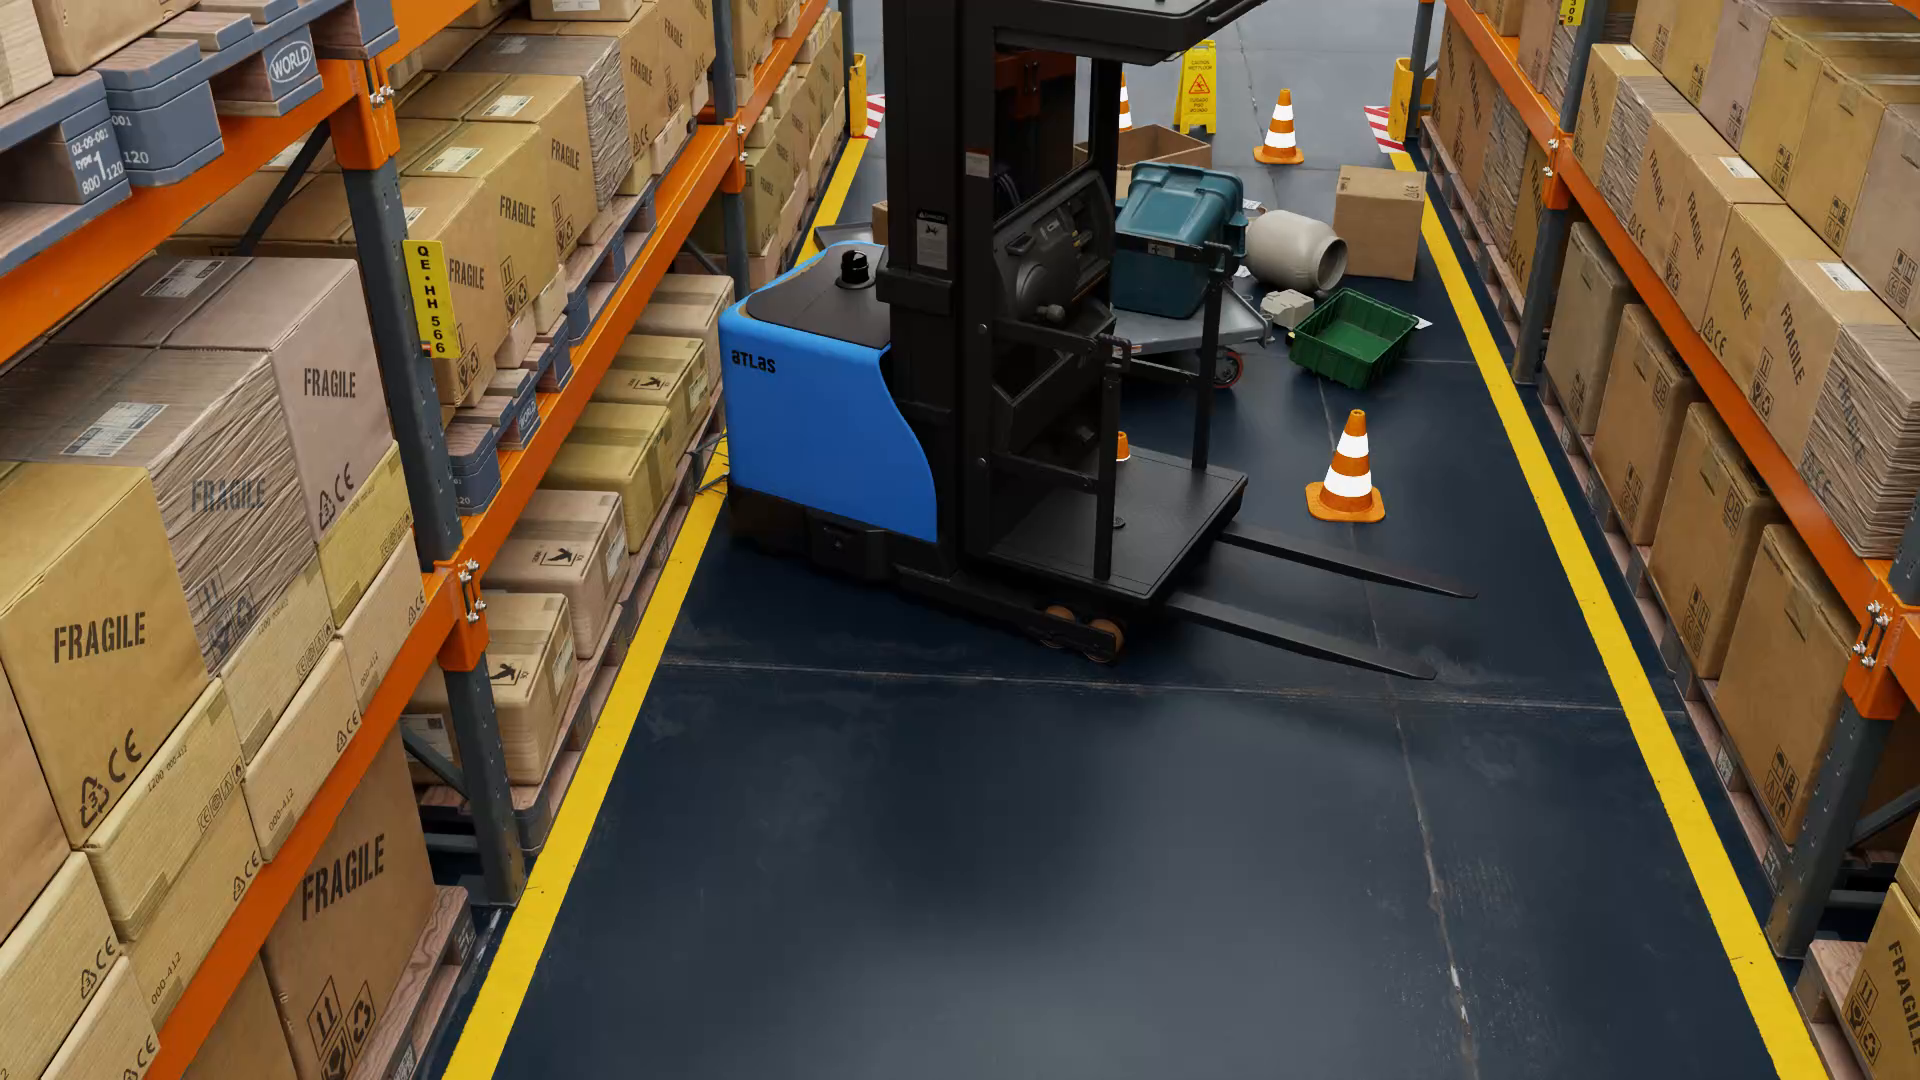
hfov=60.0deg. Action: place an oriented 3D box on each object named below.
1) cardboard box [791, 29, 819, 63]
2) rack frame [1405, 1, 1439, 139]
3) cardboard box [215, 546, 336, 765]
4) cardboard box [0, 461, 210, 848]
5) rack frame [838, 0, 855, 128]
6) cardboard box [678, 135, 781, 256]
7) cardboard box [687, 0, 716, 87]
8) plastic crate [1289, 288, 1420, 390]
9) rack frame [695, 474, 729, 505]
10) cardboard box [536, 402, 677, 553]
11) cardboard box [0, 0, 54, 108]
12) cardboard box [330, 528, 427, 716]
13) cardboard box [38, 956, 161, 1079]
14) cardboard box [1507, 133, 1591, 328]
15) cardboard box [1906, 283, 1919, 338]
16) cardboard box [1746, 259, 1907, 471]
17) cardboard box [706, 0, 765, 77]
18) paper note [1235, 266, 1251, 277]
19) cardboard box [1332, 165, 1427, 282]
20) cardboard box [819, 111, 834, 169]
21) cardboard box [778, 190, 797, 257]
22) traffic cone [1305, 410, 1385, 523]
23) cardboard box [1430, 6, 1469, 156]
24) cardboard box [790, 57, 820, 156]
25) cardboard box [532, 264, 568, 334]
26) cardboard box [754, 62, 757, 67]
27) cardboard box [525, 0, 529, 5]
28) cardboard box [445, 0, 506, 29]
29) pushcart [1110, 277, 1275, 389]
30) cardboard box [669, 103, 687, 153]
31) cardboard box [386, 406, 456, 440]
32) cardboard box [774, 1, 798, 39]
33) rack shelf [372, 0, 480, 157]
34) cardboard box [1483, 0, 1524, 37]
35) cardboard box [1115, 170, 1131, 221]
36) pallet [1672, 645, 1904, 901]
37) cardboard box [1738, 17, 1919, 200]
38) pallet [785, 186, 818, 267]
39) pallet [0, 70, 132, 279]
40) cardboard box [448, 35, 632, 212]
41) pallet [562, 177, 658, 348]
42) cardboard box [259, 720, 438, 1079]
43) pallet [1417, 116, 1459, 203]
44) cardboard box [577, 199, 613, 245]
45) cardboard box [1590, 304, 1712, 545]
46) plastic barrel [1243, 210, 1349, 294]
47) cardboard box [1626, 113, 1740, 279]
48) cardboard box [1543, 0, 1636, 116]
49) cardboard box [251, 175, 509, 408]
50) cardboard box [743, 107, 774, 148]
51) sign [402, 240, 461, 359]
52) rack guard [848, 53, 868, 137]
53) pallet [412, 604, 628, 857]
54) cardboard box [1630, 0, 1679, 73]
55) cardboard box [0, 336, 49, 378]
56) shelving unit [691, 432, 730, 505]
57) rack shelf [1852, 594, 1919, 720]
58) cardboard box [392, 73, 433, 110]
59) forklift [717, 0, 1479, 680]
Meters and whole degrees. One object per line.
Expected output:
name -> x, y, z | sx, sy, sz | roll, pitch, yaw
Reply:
cardboard box -> -1.079, -3.040, 10.211 | 0.380, 0.149, 0.250 | 4, 32, 6
rack frame -> 3.678, -4.172, 11.160 | 1.000, 3.000, 0.127 | 2, 32, 4
cardboard box -> -1.739, 0.236, 3.674 | 0.500, 0.250, 0.500 | 2, 32, 3
cardboard box -> -1.777, 0.194, 3.027 | 0.500, 0.500, 0.500 | 2, 32, 4
rack frame -> -1.263, -4.330, 11.418 | 1.000, 3.000, 0.127 | 2, 32, 4
cardboard box -> -1.272, -1.863, 8.920 | 0.500, 0.500, 0.500 | 4, 32, 6
cardboard box -> -1.398, -2.335, 7.401 | 0.500, 0.500, 0.500 | 2, 32, 3
plastic crate -> 2.061, -1.054, 8.727 | 0.450, 0.188, 0.662 | 29, 41, 23
rack frame -> -0.855, -0.372, 7.832 | 0.240, 0.006, 0.900 | 20, 36, 29
cardboard box -> -1.739, -0.285, 6.957 | 0.950, 0.372, 0.625 | 3, 32, 6
cardboard box -> -1.678, -0.811, 2.575 | 0.396, 0.266, 0.258 | 2, 32, 3
cardboard box -> -1.697, 0.192, 4.222 | 0.500, 0.250, 0.500 | 1, 32, 2
cardboard box -> -1.793, 0.991, 2.927 | 0.500, 0.250, 0.500 | 2, 32, 3
cardboard box -> 3.474, -1.680, 8.742 | 0.875, 0.875, 0.875 | 3, 32, 5
cardboard box -> 3.074, -0.691, 4.464 | 0.700, 0.500, 0.500 | 2, 32, 4
cardboard box -> 2.838, -0.539, 5.170 | 0.500, 0.500, 0.500 | 2, 32, 4
cardboard box -> -1.275, -2.626, 8.273 | 0.500, 0.500, 0.500 | 2, 32, 4
paper note -> 1.639, -1.601, 9.826 | 0.172, 0.023, 0.155 | 14, 34, 21
cardboard box -> 2.456, -1.873, 9.810 | 0.500, 0.500, 0.500 | 8, 32, 12
cardboard box -> -1.111, -2.634, 10.885 | 0.500, 0.250, 0.500 | 3, 32, 4
cardboard box -> -1.240, -1.824, 9.570 | 0.500, 0.250, 0.500 | 4, 32, 7
traffic cone -> 1.739, -0.363, 7.399 | 0.336, 0.463, 0.334 | 2, 32, 4
cardboard box -> 3.689, -3.089, 11.028 | 0.875, 0.875, 0.875 | 3, 32, 4
cardboard box -> -1.156, -2.691, 10.263 | 0.500, 0.500, 0.500 | 2, 32, 3
cardboard box -> -1.535, -0.811, 5.547 | 0.380, 0.149, 0.250 | 3, 32, 4
cardboard box -> -1.284, -2.557, 8.780 | 0.380, 0.149, 0.250 | 2, 32, 4
cardboard box -> -1.953, -2.092, 7.006 | 0.500, 0.500, 0.500 | 3, 32, 4
cardboard box -> -1.966, -2.060, 6.336 | 0.380, 0.149, 0.250 | 4, 32, 7
pushcart -> 0.687, -1.051, 8.596 | 1.648, 0.377, 0.936 | -8, 33, -13
cardboard box -> -1.380, -1.756, 7.080 | 0.380, 0.149, 0.250 | 2, 32, 3
cardboard box -> -1.703, -0.381, 4.848 | 0.380, 0.149, 0.250 | 1, 32, 1
cardboard box -> -1.130, -2.951, 9.419 | 0.380, 0.149, 0.250 | 3, 32, 4
rack shelf -> -1.752, -2.164, 5.728 | 1.077, 0.370, 4.000 | 2, 32, 4
cardboard box -> 3.498, -3.185, 9.416 | 0.875, 0.550, 0.500 | 2, 32, 4
cardboard box -> 1.049, -1.809, 9.577 | 0.797, 0.637, 0.503 | 2, 32, 4
pallet -> 3.166, 0.790, 5.768 | 1.003, 0.211, 1.213 | 2, 32, 4
cardboard box -> 3.194, -1.491, 5.762 | 0.700, 0.500, 0.500 | 2, 32, 3
pallet -> -1.473, -2.044, 10.365 | 1.003, 0.211, 1.213 | 2, 32, 4
pallet -> -2.002, -0.420, 2.393 | 1.003, 0.211, 1.213 | 4, 32, 6
cardboard box -> -1.527, -1.532, 6.098 | 0.500, 0.500, 0.500 | 1, 32, 2
pallet -> -1.794, -1.102, 6.362 | 1.003, 0.211, 1.213 | 2, 32, 4
cardboard box -> -2.054, 0.936, 4.497 | 0.875, 0.875, 0.875 | 2, 32, 4
pallet -> 3.691, -2.563, 11.208 | 1.003, 0.211, 1.213 | 2, 32, 4
cardboard box -> -1.523, -1.224, 6.216 | 0.380, 0.149, 0.250 | 3, 32, 6
cardboard box -> 3.309, -0.468, 6.895 | 1.050, 0.750, 0.750 | 2, 32, 4
plastic barrel -> 1.916, -1.642, 9.511 | 0.512, 0.421, 0.421 | 27, 41, 37
cardboard box -> 2.958, -1.334, 6.460 | 0.500, 0.500, 0.500 | 2, 32, 4
cardboard box -> 3.371, -2.337, 8.041 | 0.875, 0.550, 0.550 | 2, 32, 4
cardboard box -> -1.647, -0.721, 4.781 | 0.500, 0.500, 0.500 | 2, 32, 3
cardboard box -> -1.202, -2.202, 8.852 | 0.380, 0.149, 0.250 | 3, 32, 5
sign -> -1.361, -0.618, 4.290 | 0.100, 0.325, 0.005 | 2, 32, 4
rack guard -> -1.270, -3.226, 12.009 | 1.175, 0.500, 0.348 | 2, 32, 4
pallet -> -1.850, 0.631, 6.024 | 1.003, 0.211, 1.213 | 2, 32, 4
cardboard box -> 3.318, -2.288, 7.056 | 0.700, 0.500, 0.500 | 2, 32, 3
cardboard box -> -2.229, -0.108, 3.518 | 0.500, 0.500, 0.500 | 3, 32, 4
shelving unit -> -0.854, -0.459, 7.780 | 0.258, 0.210, 0.900 | 20, 36, 29
rack shelf -> 2.864, 1.364, 2.864 | 1.077, 0.370, 4.000 | 2, 32, 4
cardboard box -> -2.084, -1.279, 5.688 | 0.500, 0.500, 0.500 | 0, 32, 1
forklift -> 0.545, -1.090, 6.225 | 3.031, 2.935, 1.130 | 16, 35, 24
